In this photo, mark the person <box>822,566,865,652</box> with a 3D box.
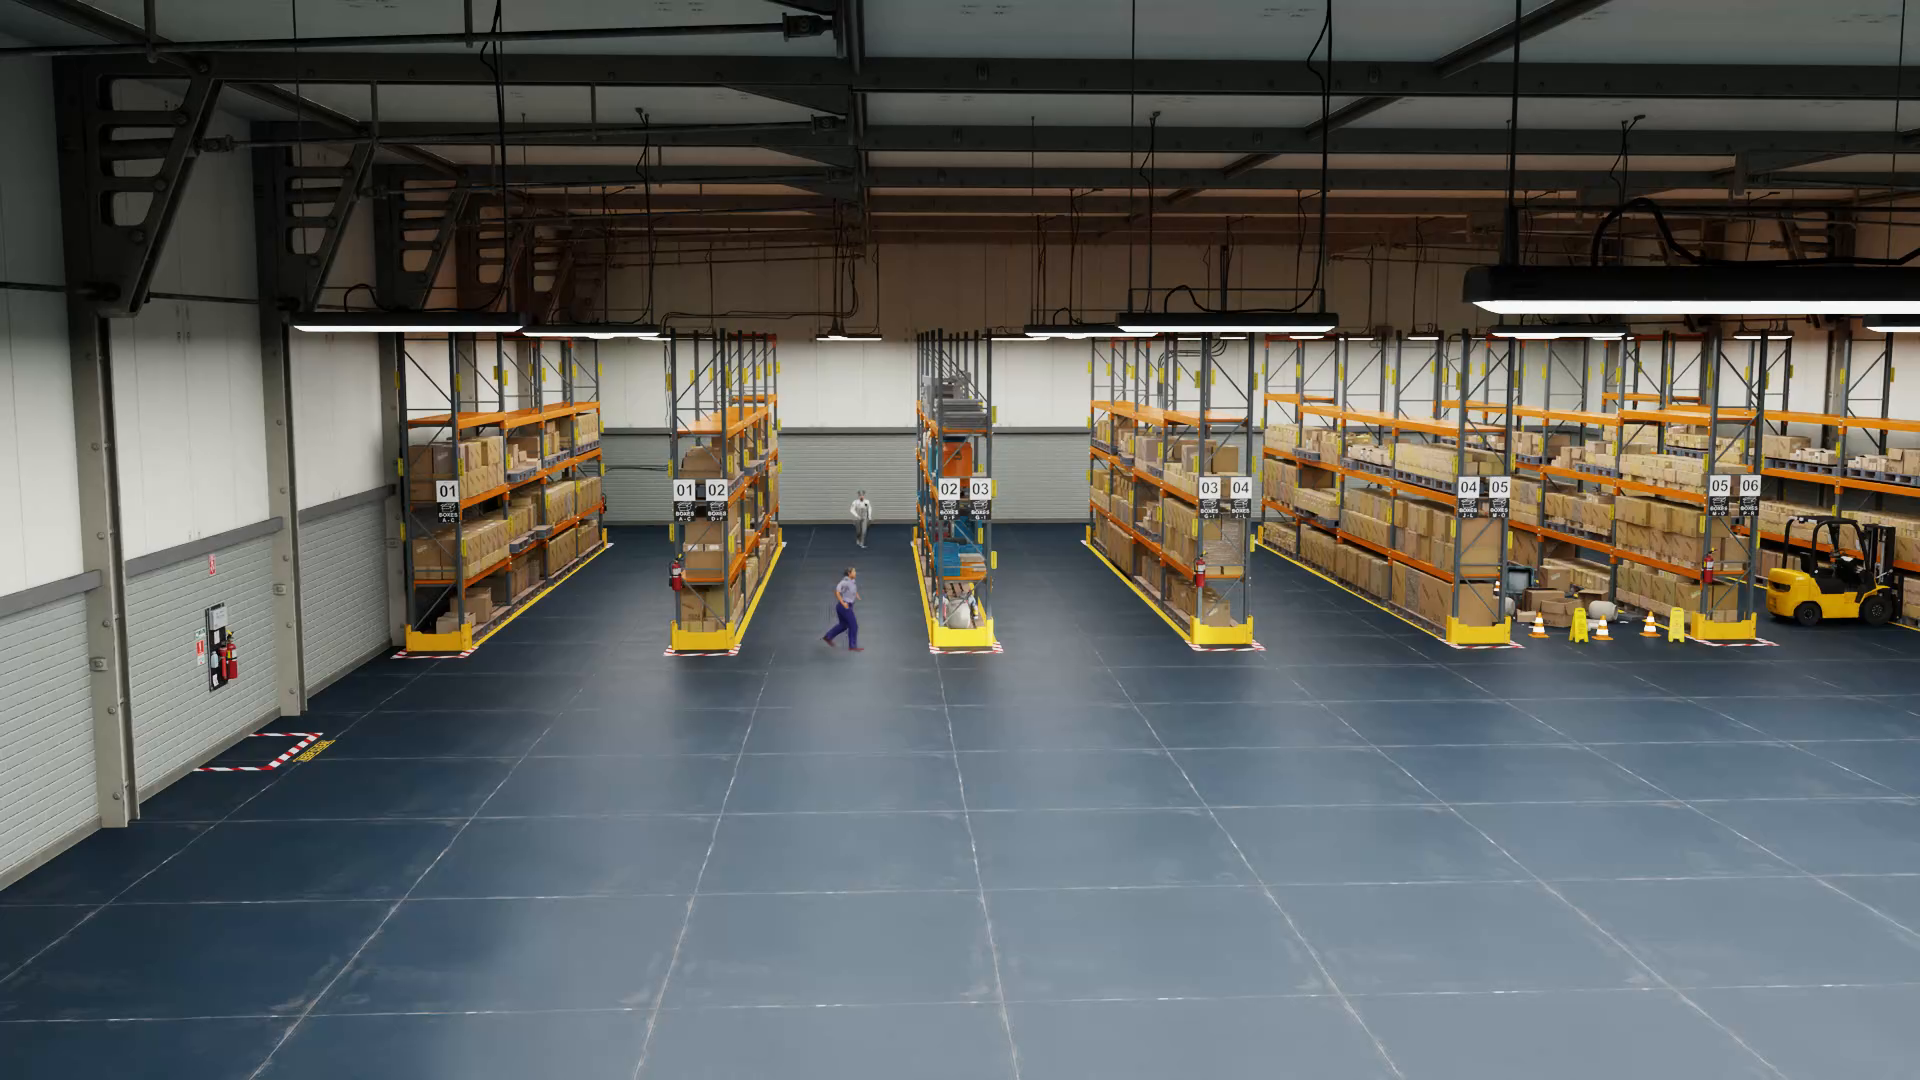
[{"bbox_3d":[-2.208,1.285,30.919,0.823,1.609,0.624,1,7,10],"label":"person"}]

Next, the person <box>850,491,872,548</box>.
[{"bbox_3d":[-2.783,-0.595,46.853,0.618,1.641,0.667,-1,7,-9],"label":"person"}]
